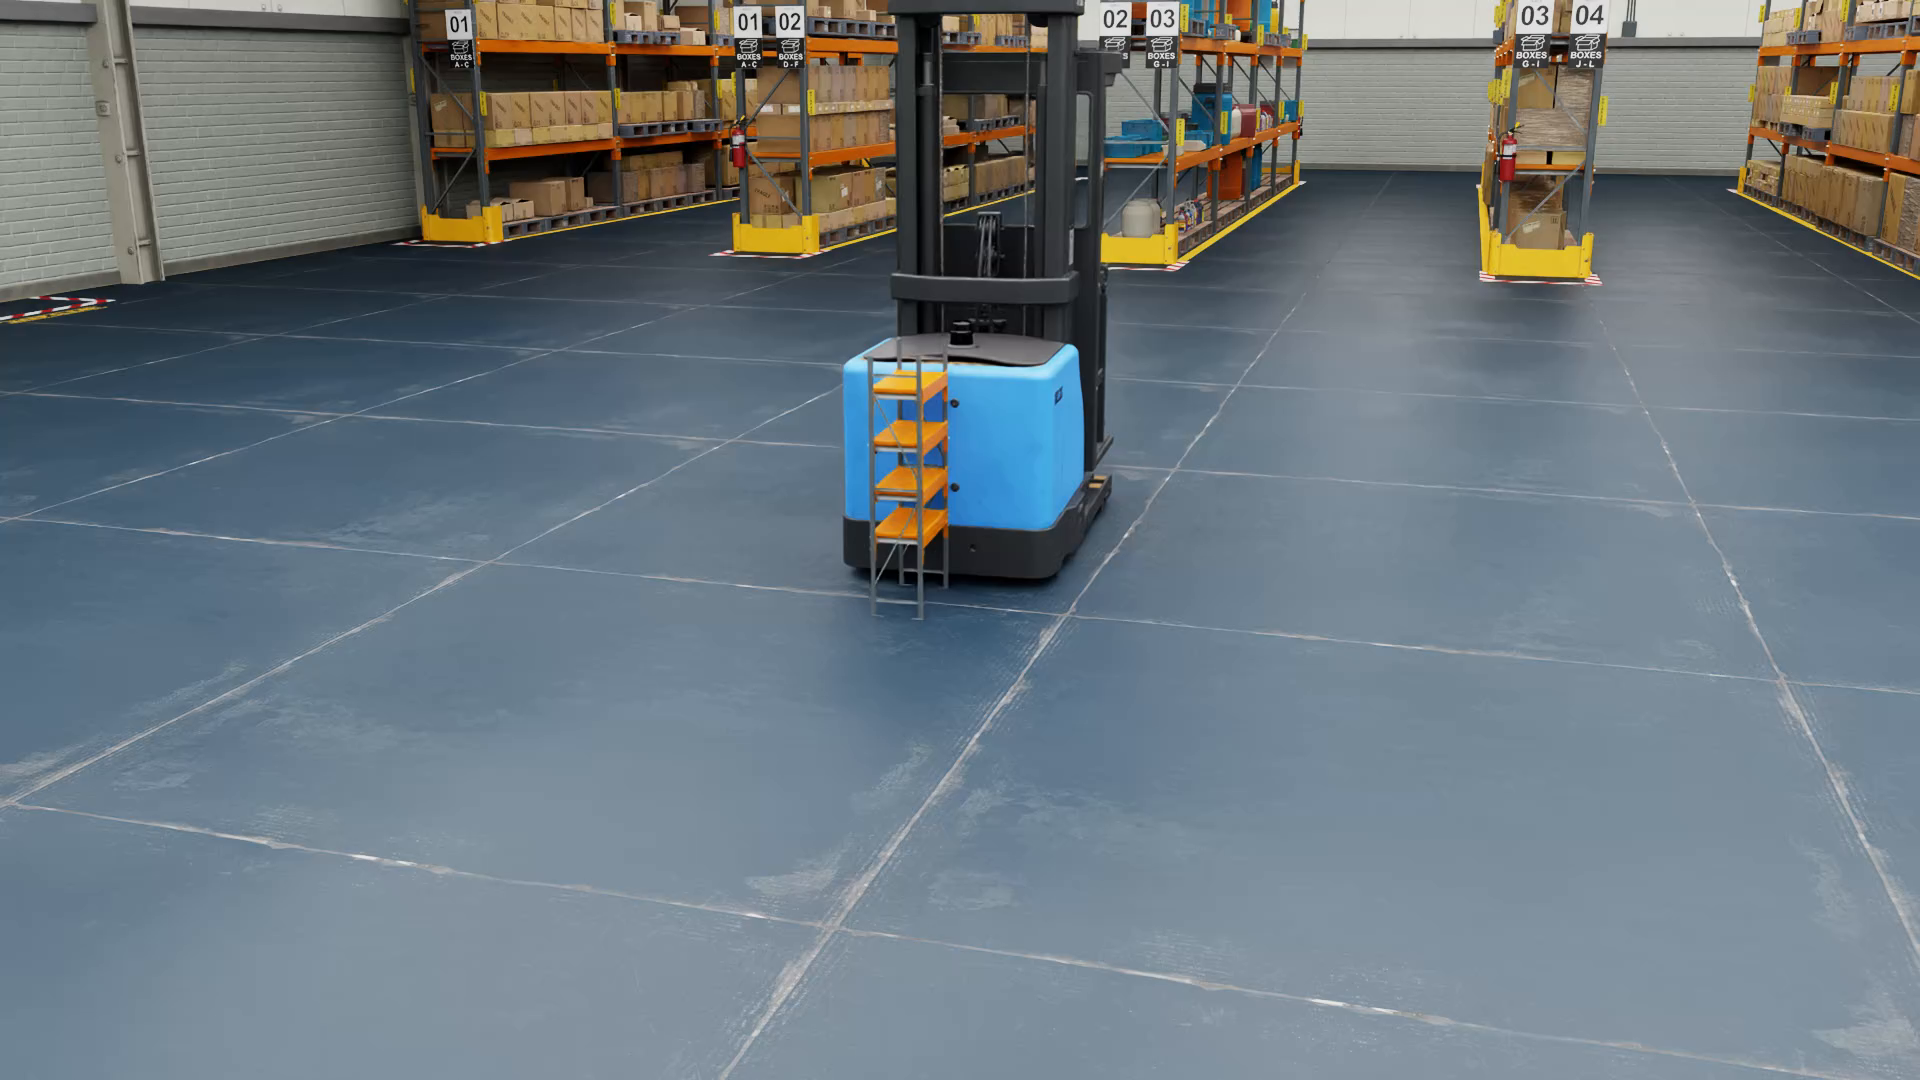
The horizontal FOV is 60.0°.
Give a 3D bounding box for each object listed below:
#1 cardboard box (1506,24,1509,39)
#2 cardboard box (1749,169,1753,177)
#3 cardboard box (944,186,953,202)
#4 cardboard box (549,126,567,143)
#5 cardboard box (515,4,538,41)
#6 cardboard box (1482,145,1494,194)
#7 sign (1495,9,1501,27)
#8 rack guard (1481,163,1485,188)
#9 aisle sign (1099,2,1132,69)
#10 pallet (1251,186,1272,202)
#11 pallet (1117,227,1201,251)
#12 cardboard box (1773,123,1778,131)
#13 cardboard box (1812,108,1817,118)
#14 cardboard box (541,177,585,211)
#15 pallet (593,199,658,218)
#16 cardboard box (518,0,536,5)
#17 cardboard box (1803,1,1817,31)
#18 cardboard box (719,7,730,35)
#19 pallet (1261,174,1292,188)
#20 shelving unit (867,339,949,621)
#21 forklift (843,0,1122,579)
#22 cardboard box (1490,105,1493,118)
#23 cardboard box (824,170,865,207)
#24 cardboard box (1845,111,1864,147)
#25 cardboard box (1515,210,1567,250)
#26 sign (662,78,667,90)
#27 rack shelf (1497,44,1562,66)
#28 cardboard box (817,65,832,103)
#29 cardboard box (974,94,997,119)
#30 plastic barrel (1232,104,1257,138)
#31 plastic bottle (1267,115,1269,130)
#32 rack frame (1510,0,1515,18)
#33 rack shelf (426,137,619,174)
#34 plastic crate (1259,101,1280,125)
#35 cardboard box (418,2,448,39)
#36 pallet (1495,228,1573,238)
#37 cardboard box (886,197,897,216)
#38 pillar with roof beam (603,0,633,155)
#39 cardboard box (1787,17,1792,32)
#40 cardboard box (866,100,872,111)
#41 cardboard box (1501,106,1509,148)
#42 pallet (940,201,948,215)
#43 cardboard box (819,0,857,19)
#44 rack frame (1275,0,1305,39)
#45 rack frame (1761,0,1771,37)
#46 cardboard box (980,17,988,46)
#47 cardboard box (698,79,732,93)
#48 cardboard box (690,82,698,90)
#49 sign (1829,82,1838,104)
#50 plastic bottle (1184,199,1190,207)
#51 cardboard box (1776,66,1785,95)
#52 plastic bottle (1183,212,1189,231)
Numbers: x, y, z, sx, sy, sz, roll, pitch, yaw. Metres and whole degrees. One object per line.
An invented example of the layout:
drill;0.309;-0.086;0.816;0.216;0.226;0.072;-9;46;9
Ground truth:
cardboard box;8.599;-7.734;25.376;0.500;0.250;0.500;5;17;17
cardboard box;15.733;-7.207;32.650;0.380;0.149;0.250;5;16;16
cardboard box;-0.442;-5.961;28.617;0.500;0.250;0.500;5;17;17
cardboard box;-6.388;-6.237;25.560;0.500;0.250;0.500;5;17;16
cardboard box;-6.596;-7.638;24.543;0.500;0.500;0.500;5;17;18
cardboard box;9.981;-6.559;29.581;1.225;0.875;0.875;4;16;14
sign;9.864;-9.554;30.428;0.100;0.325;0.005;5;16;16
rack guard;11.540;-7.632;34.821;1.175;0.500;0.348;5;16;16
aisle sign;1.932;-6.281;20.714;0.394;0.787;0.004;5;16;16
pallet;5.388;-6.626;31.803;1.003;0.211;1.213;5;16;16
pallet;2.799;-4.239;23.387;1.003;0.211;1.213;5;16;16
cardboard box;15.227;-7.623;30.668;0.380;0.149;0.250;4;16;13
cardboard box;13.765;-6.783;26.393;0.380;0.149;0.250;5;17;18
cardboard box;-6.381;-5.576;26.765;0.500;0.500;0.500;3;16;12
pallet;-5.904;-5.704;28.551;1.003;0.211;1.213;5;16;16
cardboard box;-6.593;-8.121;24.414;0.500;0.500;0.500;5;17;17
cardboard box;14.910;-8.973;28.519;0.700;0.500;0.500;5;16;16
cardboard box;-4.805;-9.865;31.625;0.700;0.500;0.500;4;16;13
pallet;6.513;-7.658;35.443;1.003;0.211;1.213;5;16;16
shelving unit;-0.230;-0.283;7.629;0.258;1.200;0.503;4;16;13
forklift;0.259;-1.584;9.042;1.130;2.935;3.031;4;16;13
cardboard box;10.850;-8.527;33.125;0.500;0.250;0.500;4;16;14
cardboard box;-1.716;-5.167;24.444;0.500;0.500;0.500;5;16;16
cardboard box;13.315;-6.011;24.341;0.500;0.500;0.500;5;16;16
cardboard box;7.180;-3.804;20.555;0.500;0.500;0.500;8;18;26
sign;-5.521;-8.487;31.132;0.100;0.325;0.005;5;16;16
rack shelf;9.828;-8.356;28.612;1.077;0.370;4.000;5;16;16
cardboard box;-2.206;-6.357;23.183;0.700;0.500;0.500;4;16;14
cardboard box;0.277;-8.153;31.123;0.700;0.500;0.500;8;18;26
plastic barrel;4.670;-7.040;27.904;0.600;0.536;0.708;5;16;16
plastic bottle;5.742;-7.883;31.351;0.152;0.276;0.135;5;16;16
rack frame;8.123;-8.575;22.571;1.000;3.000;0.127;5;16;16
rack shelf;-6.693;-5.972;25.705;1.077;0.370;4.000;5;16;16
plastic crate;6.142;-8.440;32.861;0.402;0.464;0.583;5;16;16
cardboard box;-7.385;-7.424;23.791;0.500;0.500;0.500;6;17;20
pallet;7.966;-4.169;23.141;1.003;0.211;1.213;5;16;16
cardboard box;-1.296;-5.199;25.932;0.500;0.250;0.500;5;16;16
pillar with roof beam;-2.059;-10.167;28.183;9.100;9.000;0.400;5;16;16
cardboard box;15.170;-9.258;29.834;0.500;0.250;0.500;4;16;14
cardboard box;-1.537;-6.464;24.752;0.380;0.149;0.250;5;16;16
cardboard box;7.196;-5.116;20.639;0.875;0.500;0.500;5;16;16
pallet;-0.857;-5.633;28.301;1.003;0.211;1.213;5;16;16
cardboard box;-1.777;-7.585;23.369;0.500;0.500;0.500;5;16;16
rack frame;6.784;-12.099;34.993;1.000;3.000;0.127;5;16;16
rack frame;16.260;-11.304;32.190;1.000;3.000;0.127;5;16;16
cardboard box;0.000;-9.246;30.250;0.910;0.500;0.500;5;16;16
cardboard box;-4.603;-8.556;31.357;0.500;0.250;0.500;5;17;17
cardboard box;-5.057;-8.367;30.653;0.380;0.149;0.250;2;16;9
sign;13.464;-6.883;25.622;0.100;0.325;0.005;5;16;16
plastic bottle;3.329;-4.831;24.411;0.144;0.351;0.185;5;16;16
cardboard box;15.139;-8.323;30.114;0.500;0.500;0.500;4;16;14
plastic bottle;3.149;-4.465;23.269;0.097;0.271;0.097;0;16;0
